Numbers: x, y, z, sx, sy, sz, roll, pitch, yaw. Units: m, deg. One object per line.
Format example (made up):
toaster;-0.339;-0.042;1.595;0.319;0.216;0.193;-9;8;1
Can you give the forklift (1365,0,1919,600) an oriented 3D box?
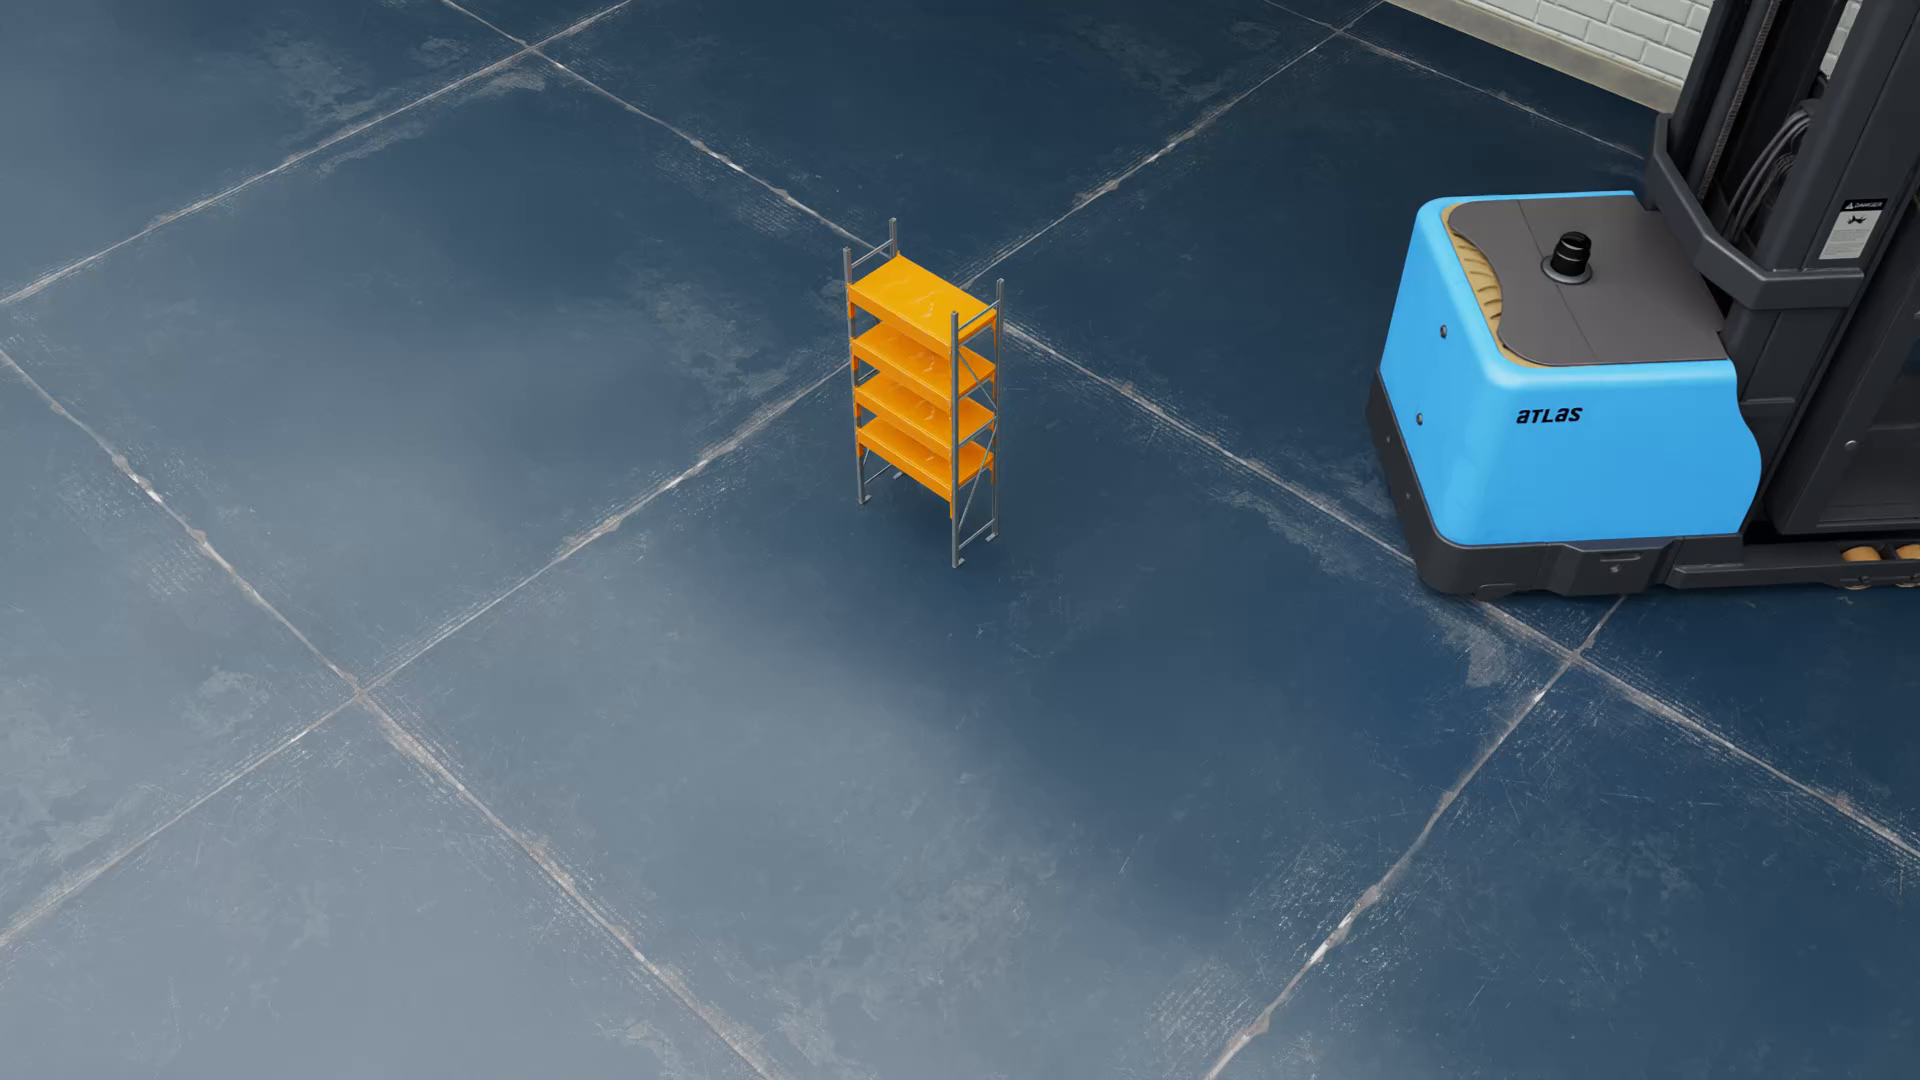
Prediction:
forklift;3.151;-1.207;5.373;3.031;2.935;1.130;-3;47;-3

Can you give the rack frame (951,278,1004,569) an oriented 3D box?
rack frame;0.058;-0.372;5.776;0.015;1.200;0.240;34;55;28

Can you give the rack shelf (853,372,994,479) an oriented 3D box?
rack shelf;-0.122;-0.446;5.938;0.480;0.148;0.258;34;55;28

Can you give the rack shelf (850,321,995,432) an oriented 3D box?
rack shelf;-0.122;-0.600;5.775;0.480;0.148;0.258;34;55;28

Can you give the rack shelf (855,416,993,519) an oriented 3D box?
rack shelf;-0.122;-0.311;6.083;0.480;0.148;0.258;34;55;28

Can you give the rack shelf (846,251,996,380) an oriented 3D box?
rack shelf;-0.122;-0.762;5.603;0.480;0.148;0.258;34;55;28

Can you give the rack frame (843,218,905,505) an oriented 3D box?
rack frame;-0.301;-0.613;6.003;0.015;1.200;0.240;34;55;28

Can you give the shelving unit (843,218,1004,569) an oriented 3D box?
shelving unit;-0.122;-0.493;5.889;0.503;1.200;0.258;34;55;28
